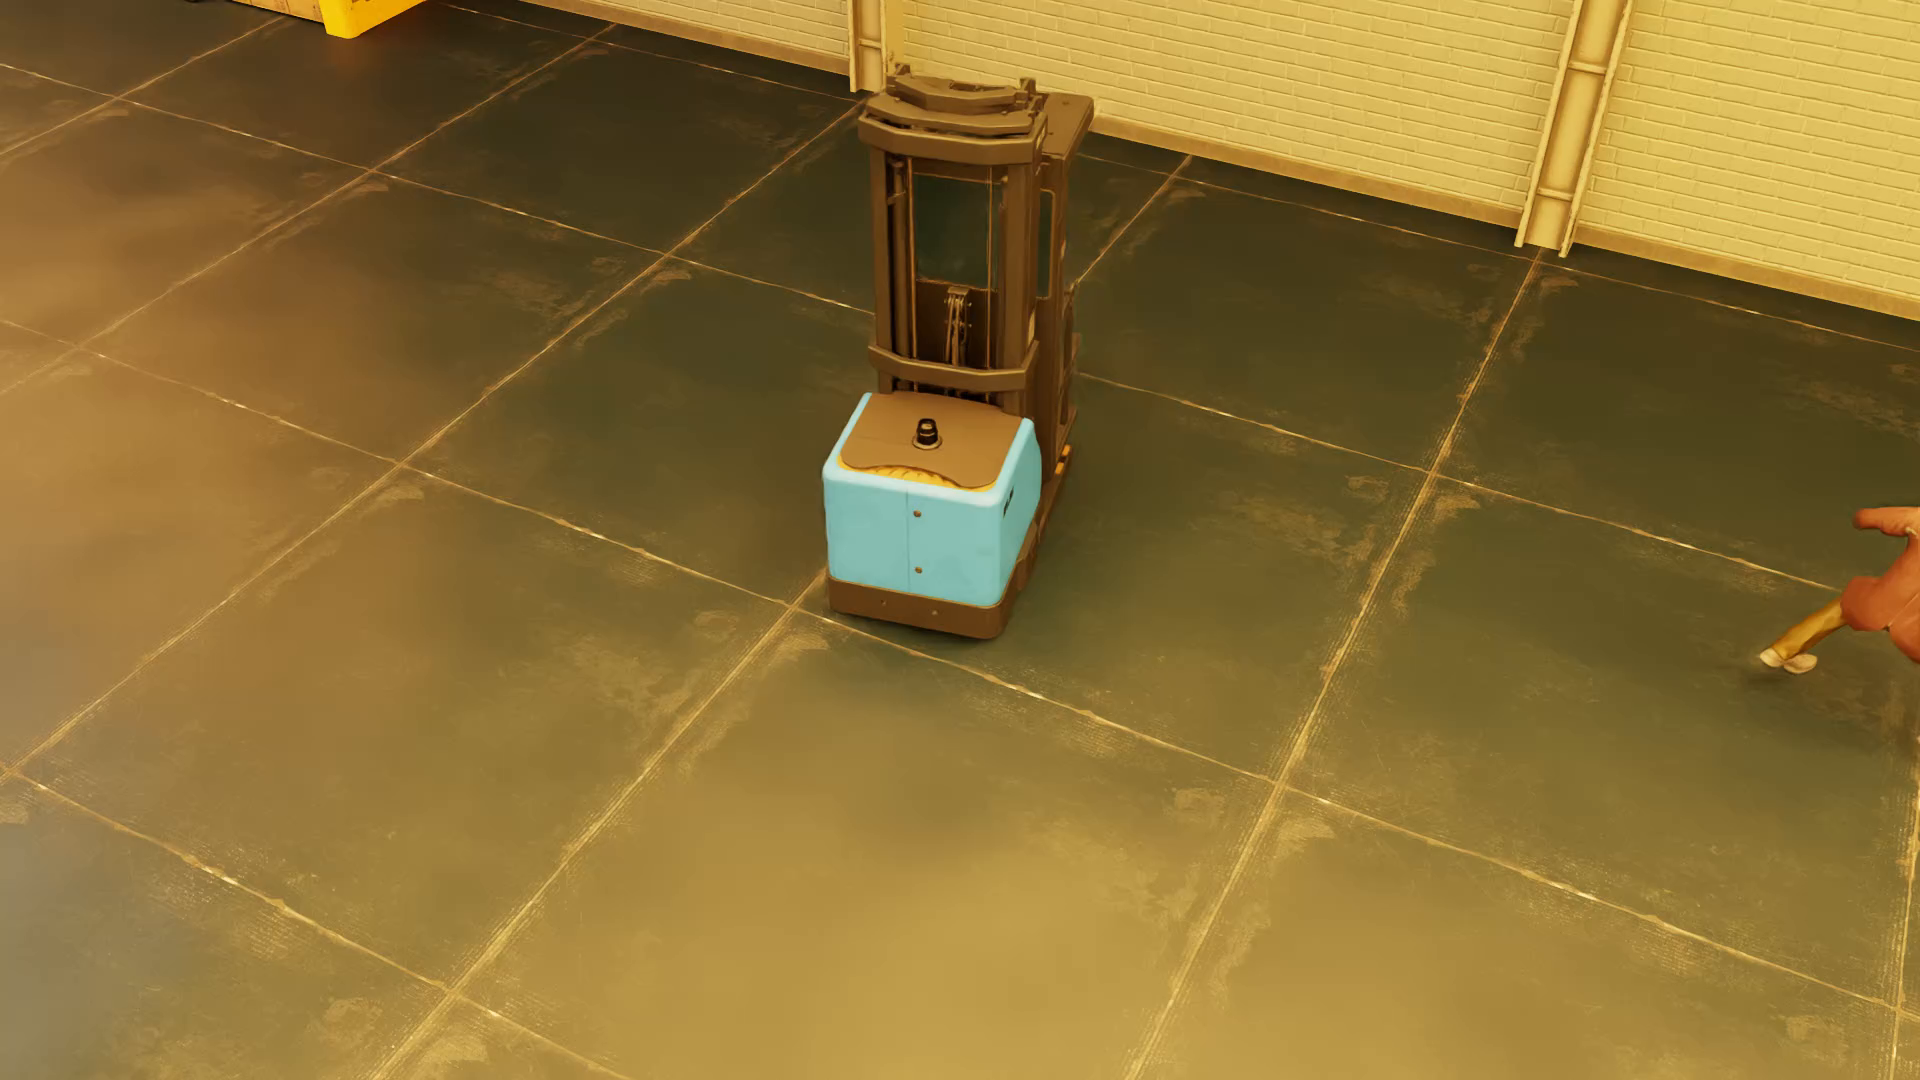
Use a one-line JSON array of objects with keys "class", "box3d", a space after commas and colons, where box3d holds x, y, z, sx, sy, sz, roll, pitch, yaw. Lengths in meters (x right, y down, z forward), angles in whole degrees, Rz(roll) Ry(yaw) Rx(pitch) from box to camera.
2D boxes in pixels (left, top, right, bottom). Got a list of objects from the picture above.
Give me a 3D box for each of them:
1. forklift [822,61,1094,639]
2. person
[{"class": "forklift", "box3d": [0.117, -1.515, 9.786, 1.130, 2.935, 3.031, 10, 41, 12]}, {"class": "person", "box3d": [4.994, 0.417, 8.578, 0.600, 1.690, 1.219, -23, 45, -25]}]
